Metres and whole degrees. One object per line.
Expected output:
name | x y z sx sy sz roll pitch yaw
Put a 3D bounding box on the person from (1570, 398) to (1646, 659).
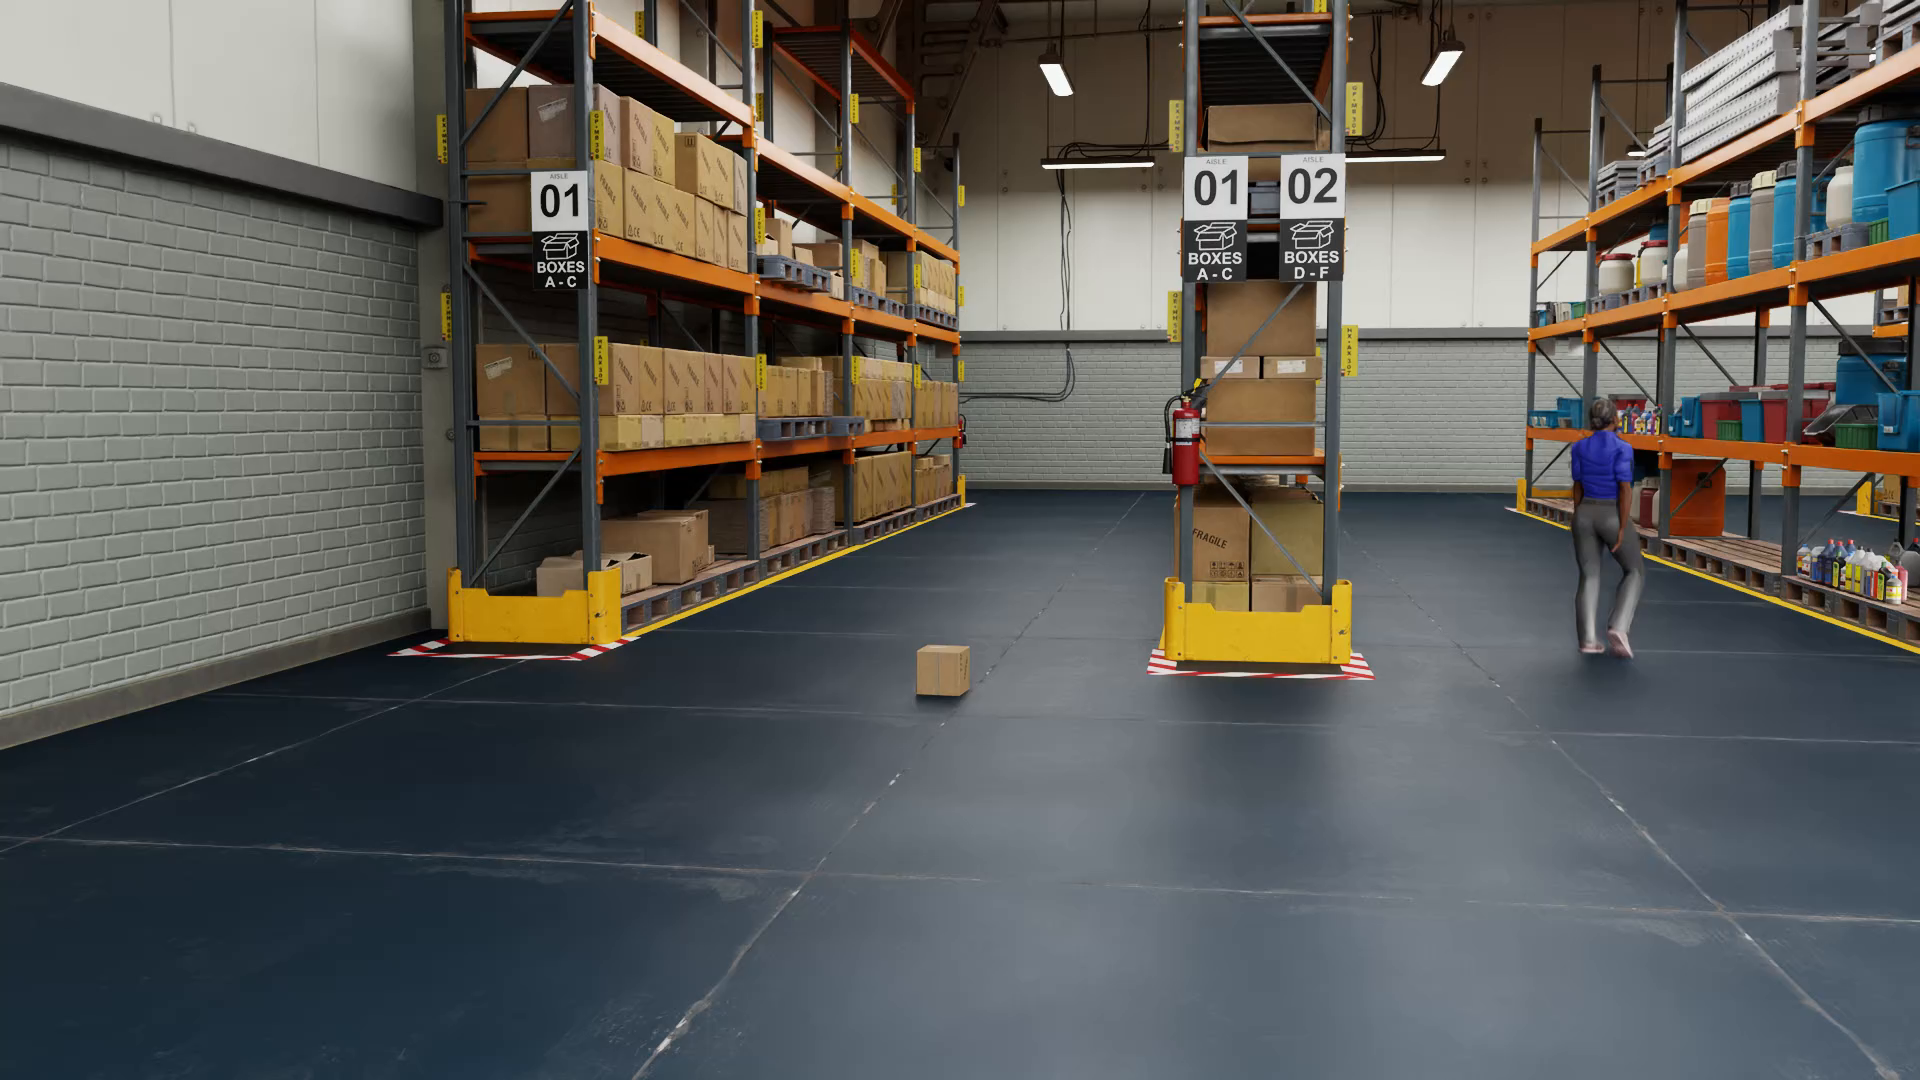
person | 4.163 -0.065 10.753 0.432 1.696 0.476 4 6 44
